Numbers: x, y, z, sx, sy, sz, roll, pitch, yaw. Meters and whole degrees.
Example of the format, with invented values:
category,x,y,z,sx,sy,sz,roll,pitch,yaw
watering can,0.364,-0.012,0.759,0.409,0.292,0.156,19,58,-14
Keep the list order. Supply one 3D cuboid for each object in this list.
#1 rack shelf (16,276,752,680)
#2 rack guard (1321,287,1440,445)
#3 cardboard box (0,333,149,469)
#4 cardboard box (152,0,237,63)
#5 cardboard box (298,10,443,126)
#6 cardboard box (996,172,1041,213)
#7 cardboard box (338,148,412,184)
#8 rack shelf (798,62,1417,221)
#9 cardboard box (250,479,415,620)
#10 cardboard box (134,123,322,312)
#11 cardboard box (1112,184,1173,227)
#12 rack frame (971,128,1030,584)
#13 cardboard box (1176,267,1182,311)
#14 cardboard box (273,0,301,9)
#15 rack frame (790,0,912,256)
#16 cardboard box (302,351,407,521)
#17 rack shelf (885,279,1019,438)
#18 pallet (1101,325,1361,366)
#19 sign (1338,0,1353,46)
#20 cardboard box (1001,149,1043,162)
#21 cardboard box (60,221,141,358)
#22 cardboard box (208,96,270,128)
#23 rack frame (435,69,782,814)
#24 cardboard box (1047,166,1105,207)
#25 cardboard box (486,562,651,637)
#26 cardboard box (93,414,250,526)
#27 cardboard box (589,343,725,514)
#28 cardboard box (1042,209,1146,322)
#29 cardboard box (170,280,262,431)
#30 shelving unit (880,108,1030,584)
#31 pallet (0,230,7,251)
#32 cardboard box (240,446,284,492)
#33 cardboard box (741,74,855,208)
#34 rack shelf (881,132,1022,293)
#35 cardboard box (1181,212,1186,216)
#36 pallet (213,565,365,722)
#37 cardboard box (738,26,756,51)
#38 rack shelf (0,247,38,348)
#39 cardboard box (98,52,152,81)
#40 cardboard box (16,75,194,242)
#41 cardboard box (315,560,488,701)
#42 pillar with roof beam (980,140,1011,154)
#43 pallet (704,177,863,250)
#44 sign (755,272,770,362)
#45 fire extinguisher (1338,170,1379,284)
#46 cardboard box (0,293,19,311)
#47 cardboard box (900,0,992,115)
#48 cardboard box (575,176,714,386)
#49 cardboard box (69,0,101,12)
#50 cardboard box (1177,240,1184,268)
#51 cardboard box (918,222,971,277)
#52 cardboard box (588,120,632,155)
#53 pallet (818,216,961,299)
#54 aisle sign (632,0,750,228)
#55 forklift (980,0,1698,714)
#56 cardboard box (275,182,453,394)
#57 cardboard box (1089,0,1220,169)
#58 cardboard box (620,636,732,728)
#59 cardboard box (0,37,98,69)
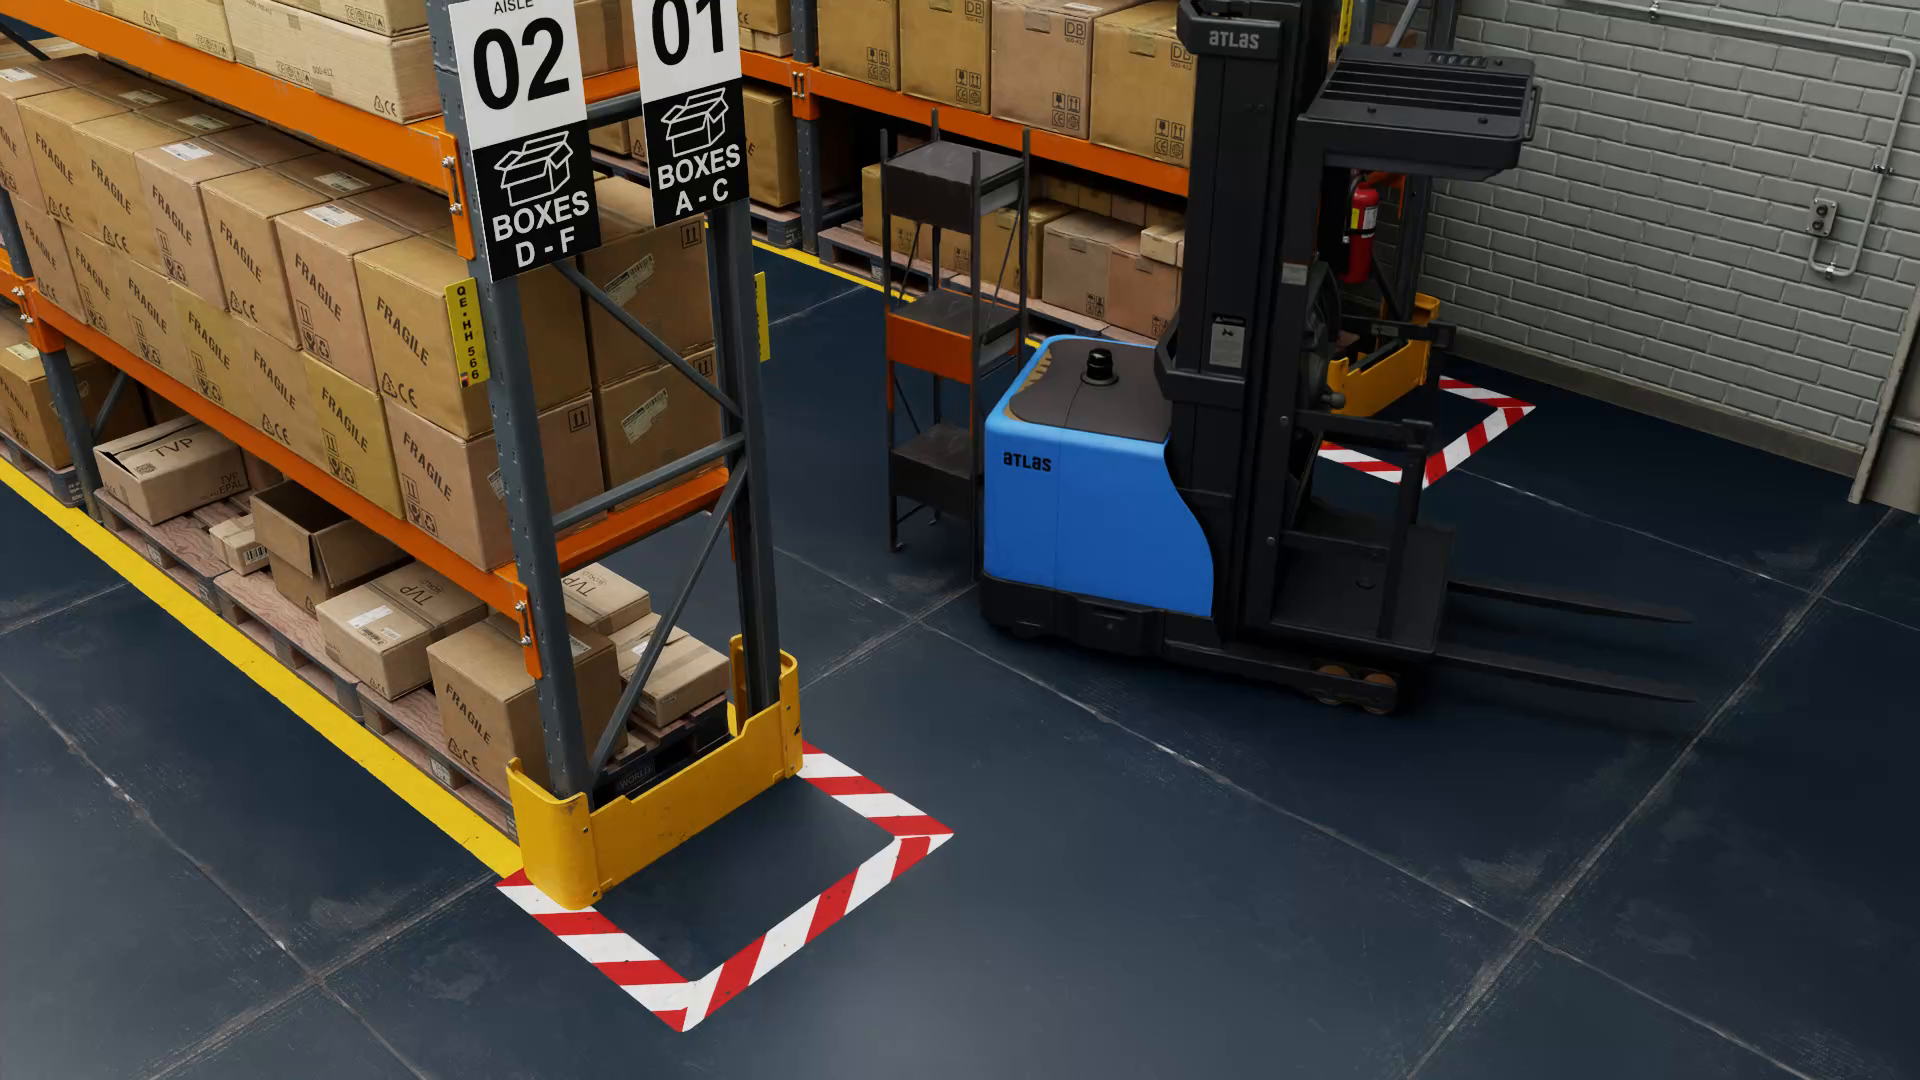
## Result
category,x,y,z,sx,sy,sz,roll,pitch,yaw
rack shelf,-2.554,-0.570,6.986,4.000,0.370,1.077,25,39,35
rack guard,2.268,-1.002,9.430,0.348,0.500,1.175,25,39,35
cardboard box,-4.595,-0.749,8.583,0.500,0.500,0.500,25,39,35
cardboard box,-2.372,-1.829,5.617,0.500,0.250,0.500,25,39,35
cardboard box,-1.629,-1.484,5.044,0.500,0.250,0.500,25,39,35
cardboard box,0.289,-2.186,10.360,0.250,0.149,0.380,24,38,34
cardboard box,-1.983,-1.265,6.376,0.500,0.500,0.500,26,39,36
rack shelf,0.767,-2.466,10.135,4.000,0.370,1.077,25,39,35
cardboard box,-2.640,-0.041,7.404,0.637,0.503,0.797,25,39,35
cardboard box,-2.729,-1.236,6.328,0.500,0.500,0.500,26,40,36
cardboard box,1.141,-2.055,10.143,0.250,0.149,0.380,26,39,36
rack frame,0.176,-0.777,7.505,0.015,2.100,0.400,21,37,30
cardboard box,1.664,-1.395,9.675,0.500,0.500,0.700,25,39,35
cardboard box,-1.994,-1.874,5.207,0.500,0.250,0.500,25,39,35
rack frame,-0.715,-3.466,11.099,0.127,3.000,1.000,25,39,35
cardboard box,-1.973,-0.458,6.005,0.500,0.500,0.500,25,39,35
rack shelf,-0.021,-0.839,7.634,0.480,0.518,0.431,21,37,30
pallet,1.605,-1.134,9.929,1.213,0.211,1.003,25,39,35
sign,1.876,-2.476,8.103,0.005,0.325,0.100,25,39,35
cardboard box,0.384,-2.408,10.730,0.250,0.149,0.380,24,38,34
cardboard box,-3.460,-1.157,7.166,0.500,0.500,0.500,26,40,36
cardboard box,-2.733,-1.615,6.958,0.500,0.500,0.500,25,39,35
rack frame,-1.071,-0.186,5.651,0.127,3.000,1.000,25,39,35
cardboard box,0.762,-2.232,10.436,0.250,0.149,0.380,24,39,34
cardboard box,-1.655,0.334,7.027,0.500,0.250,0.500,25,39,35
cardboard box,-3.871,-0.379,8.151,0.500,0.311,0.500,25,39,35
cardboard box,-1.223,-0.483,6.047,0.500,0.500,0.500,26,40,36
cardboard box,0.920,-1.742,10.251,0.500,0.500,0.700,24,38,34
cardboard box,-2.713,-0.807,6.586,0.500,0.500,0.500,24,39,34
shelving unit,-0.021,-0.851,7.627,0.503,2.100,0.431,21,37,30
pallet,-4.556,-1.806,8.528,1.213,0.211,1.003,25,39,35
cardboard box,-3.424,-0.599,8.334,0.500,0.500,0.500,25,39,35
cardboard box,-1.285,-2.900,11.836,0.750,0.750,0.750,26,39,36
rack shelf,-0.021,-1.439,7.273,0.480,0.518,0.431,21,37,30
cardboard box,1.515,-1.881,9.853,0.250,0.149,0.380,25,39,35
pallet,-2.619,0.285,7.573,1.213,0.211,1.003,25,39,35
cardboard box,-1.359,-3.454,11.303,0.250,0.149,0.380,26,40,36
rack shelf,-5.520,-1.954,9.286,4.000,0.370,1.077,25,39,35
cardboard box,-3.488,-1.966,7.540,0.500,0.500,0.500,25,39,35
cardboard box,-3.493,-1.592,6.921,0.500,0.500,0.500,24,38,34
cardboard box,-2.324,0.369,6.968,0.500,0.250,0.500,25,39,35
pillar with roof beam,-2.505,-4.478,6.964,0.400,9.000,9.100,25,39,35
pallet,-1.338,-2.509,12.214,1.213,0.211,1.003,25,39,35
sign,-0.707,-0.764,5.772,0.005,0.325,0.100,25,39,35
fire extinguisher,2.052,-1.660,8.536,0.183,0.674,0.296,25,39,35
cardboard box,-5.327,-1.097,9.161,0.500,0.500,0.500,26,39,36
cardboard box,0.213,-3.146,10.276,0.700,0.700,0.980,24,38,34
cardboard box,-1.223,-0.912,5.790,0.500,0.500,0.500,26,40,36
cardboard box,-3.105,-2.180,6.200,0.500,0.250,0.500,25,39,35
cardboard box,1.447,-1.647,9.465,0.250,0.149,0.380,25,39,35
cardboard box,0.140,-2.102,10.849,0.500,0.500,0.700,25,39,35
cardboard box,-2.579,-3.499,12.831,0.750,0.750,0.750,25,39,35
pallet,-0.204,-1.978,11.331,1.213,0.211,1.003,25,39,35
aisle sign,-0.823,-1.388,5.127,0.004,0.787,0.394,25,39,35
forklift,1.665,-0.831,6.788,3.031,2.935,1.130,10,33,16
cardboard box,-1.961,-0.881,5.738,0.500,0.500,0.500,26,40,36
cardboard box,1.318,-2.630,9.420,0.700,0.700,0.980,25,39,35
cardboard box,-1.151,0.571,6.731,0.250,0.149,0.380,25,39,35
cardboard box,-4.790,-2.256,8.586,0.700,0.500,0.500,-22,38,-32
